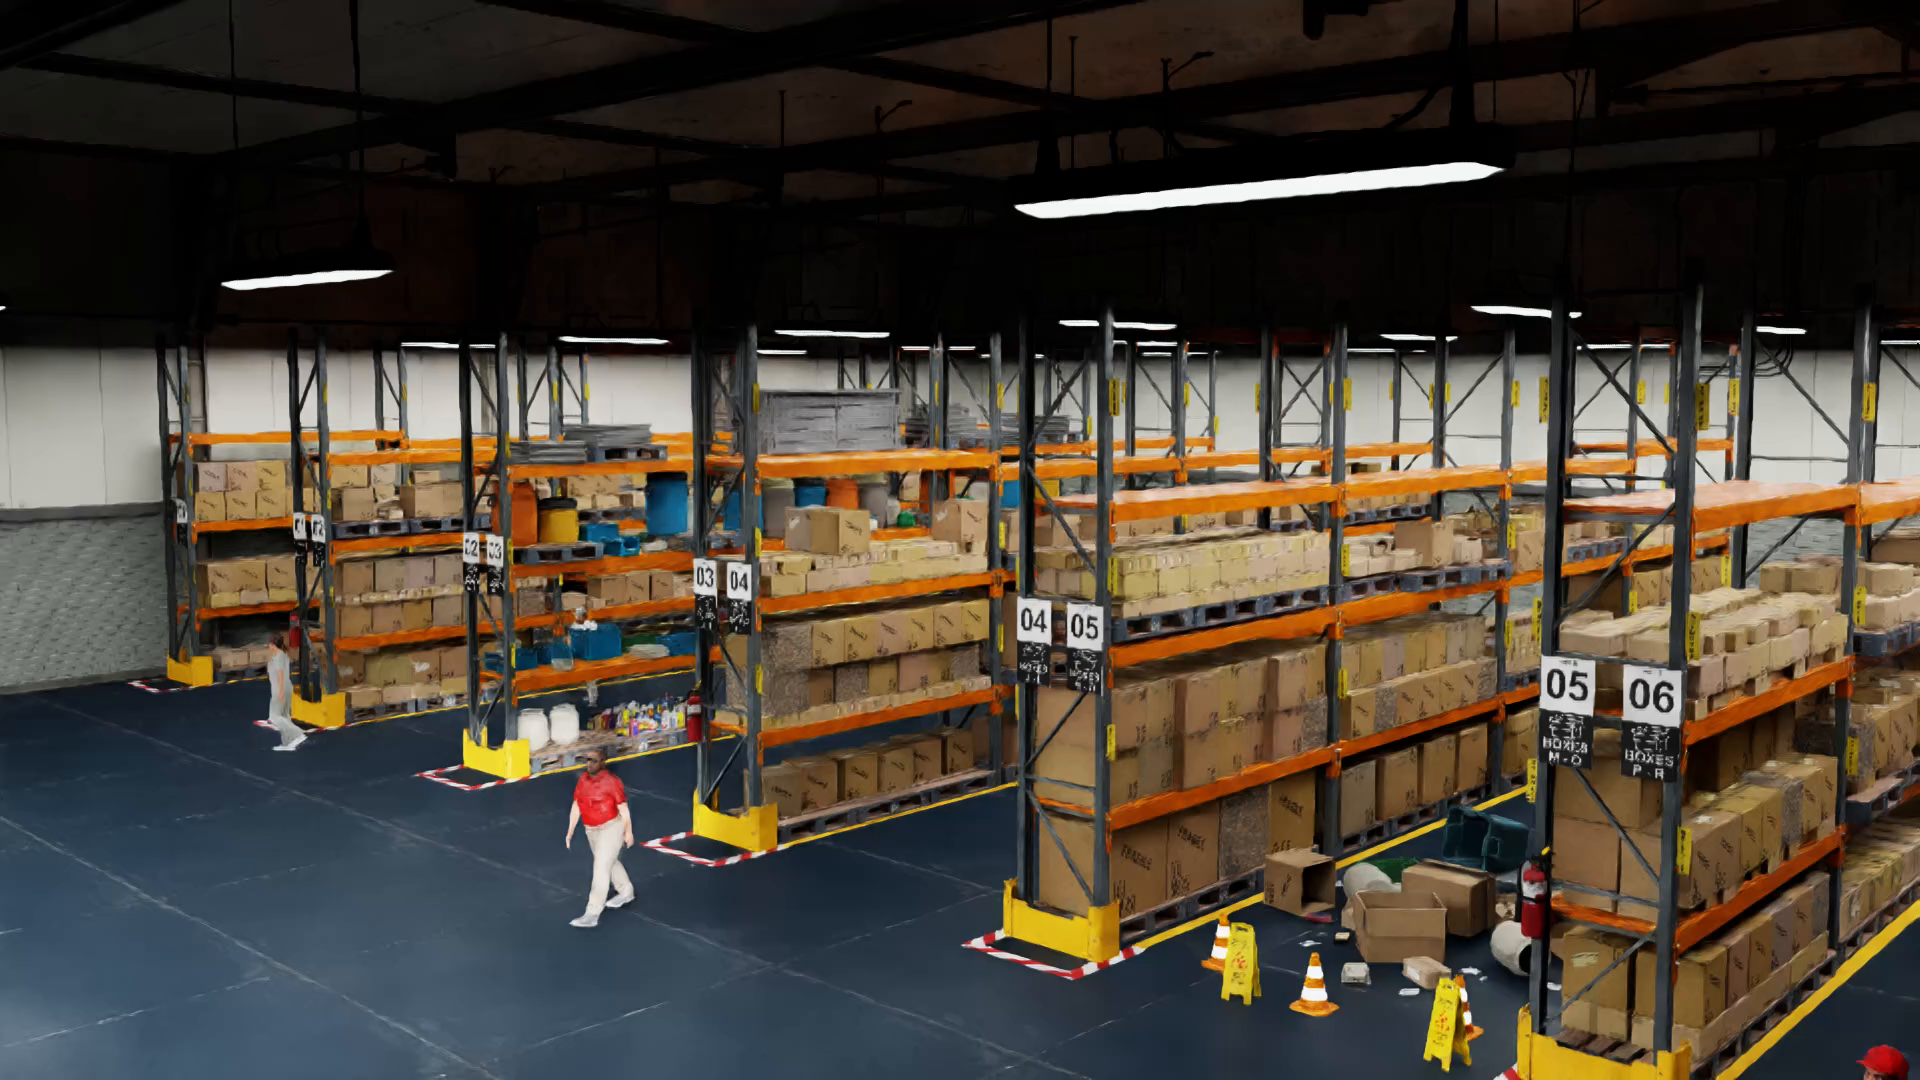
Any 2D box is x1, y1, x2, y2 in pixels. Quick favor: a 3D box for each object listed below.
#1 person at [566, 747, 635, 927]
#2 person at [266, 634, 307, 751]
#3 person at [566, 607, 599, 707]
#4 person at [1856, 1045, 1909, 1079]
[{"bbox_3d":[-3.491,2.815,16.058,0.536,1.651,1.036,4,7,35],"label":"person"},{"bbox_3d":[-9.480,2.144,23.402,0.494,1.664,0.494,-1,5,-10],"label":"person"},{"bbox_3d":[-5.980,1.846,26.792,0.647,1.593,0.821,3,6,25],"label":"person"},{"bbox_3d":[4.798,3.479,8.686,1.036,1.728,0.531,-4,7,-38],"label":"person"}]
